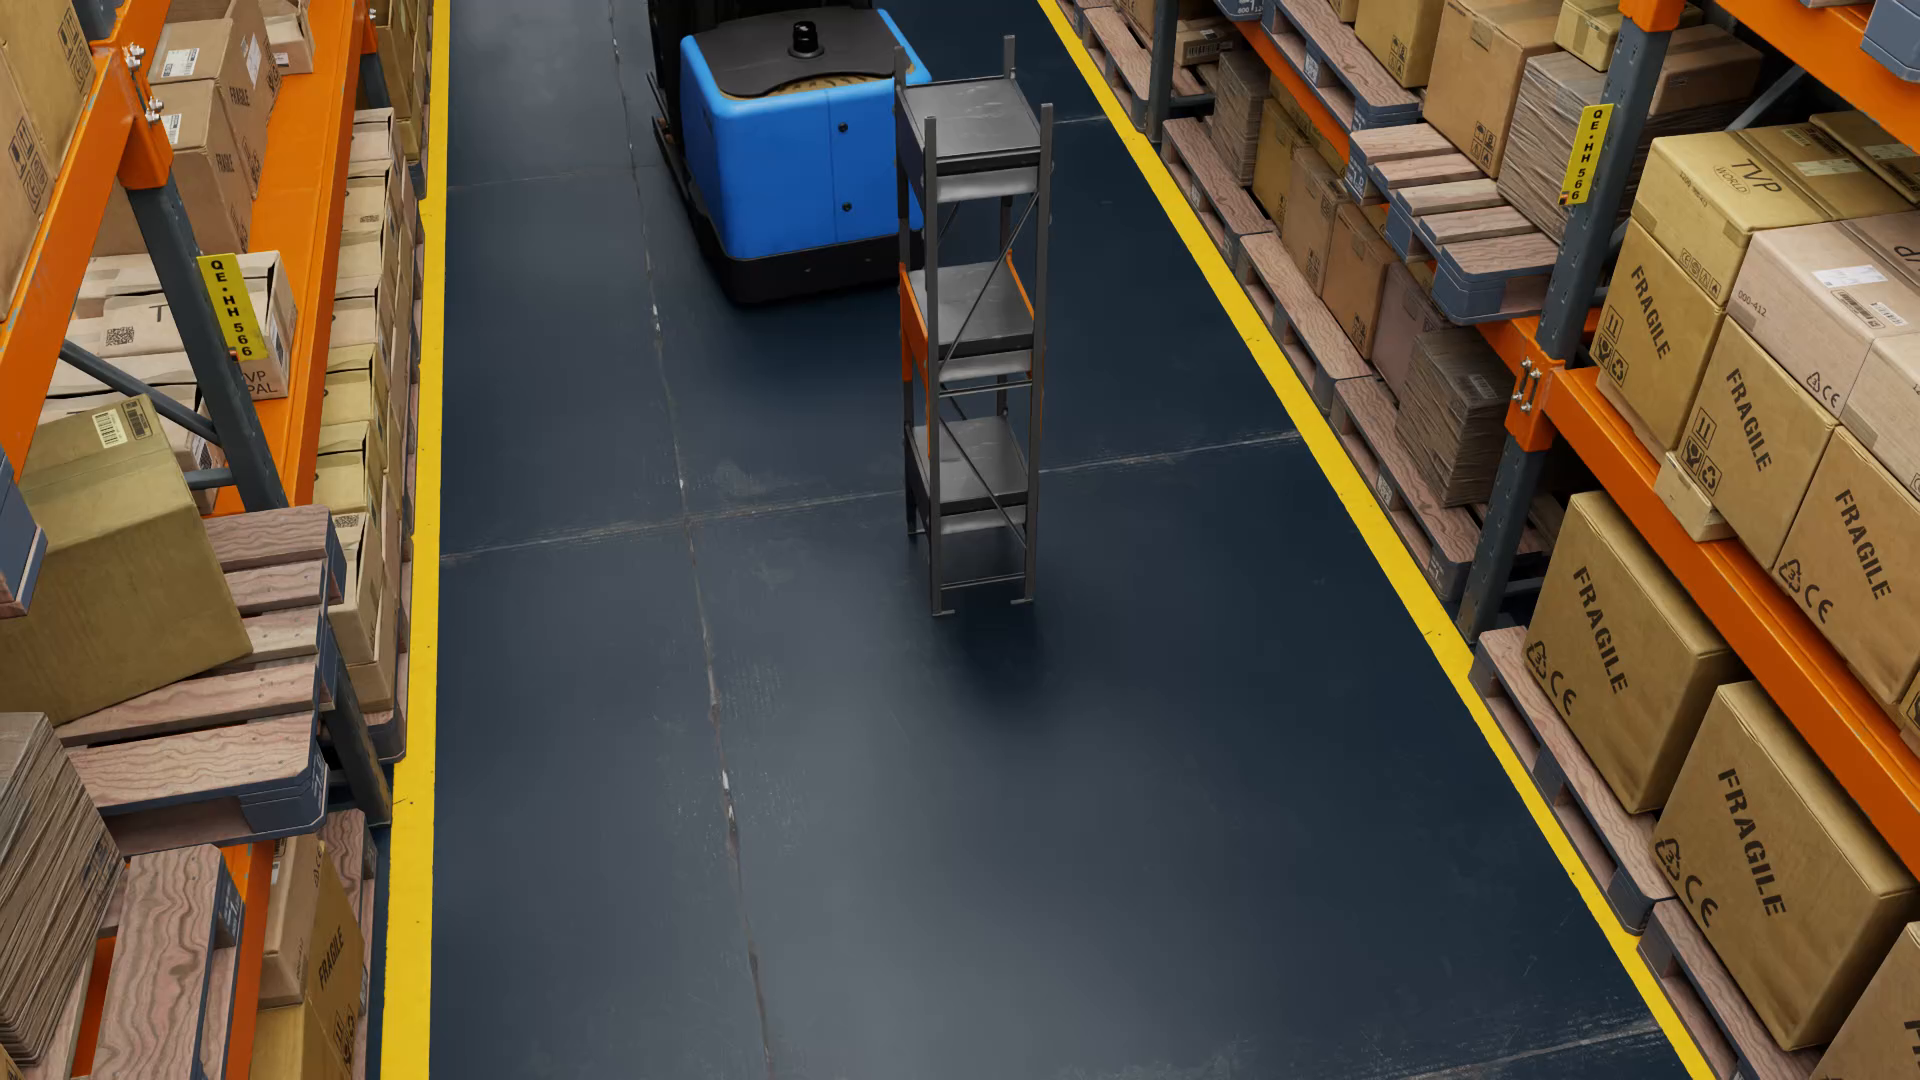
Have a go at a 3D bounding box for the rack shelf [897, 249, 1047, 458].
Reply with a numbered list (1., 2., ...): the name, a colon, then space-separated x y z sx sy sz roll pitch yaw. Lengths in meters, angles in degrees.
1. rack shelf: 0.036 -0.668 5.941 0.431 0.518 0.480 -8 42 -9

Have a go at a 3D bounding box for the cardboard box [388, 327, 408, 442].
1. cardboard box: -2.599 -0.623 6.947 0.500 0.250 0.500 -8 42 -8

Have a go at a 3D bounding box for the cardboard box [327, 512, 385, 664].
1. cardboard box: -2.261 0.162 5.641 0.500 0.311 0.500 -7 42 -8

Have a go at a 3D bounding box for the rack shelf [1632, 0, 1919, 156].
1. rack shelf: 2.833 -0.387 3.209 1.077 0.370 4.000 -8 42 -9

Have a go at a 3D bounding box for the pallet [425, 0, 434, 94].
1. pallet: -3.696 -2.982 9.951 1.003 0.211 1.213 -8 42 -9

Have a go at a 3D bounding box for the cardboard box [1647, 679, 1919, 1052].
1. cardboard box: 2.614 0.880 4.802 0.750 0.750 0.750 -9 42 -9

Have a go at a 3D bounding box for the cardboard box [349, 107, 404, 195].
1. cardboard box: -2.931 -1.828 7.883 0.500 0.311 0.500 -8 42 -9

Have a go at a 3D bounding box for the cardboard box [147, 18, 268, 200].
1. cardboard box: -2.927 -1.582 6.198 0.500 0.500 0.500 -8 42 -9

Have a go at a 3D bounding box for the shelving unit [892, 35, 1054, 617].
1. shelving unit: 0.036 -0.678 5.932 0.431 2.100 0.503 -8 42 -9

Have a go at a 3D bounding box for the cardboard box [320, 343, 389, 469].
1. cardboard box: -2.491 -0.509 6.396 0.500 0.311 0.500 -9 42 -10

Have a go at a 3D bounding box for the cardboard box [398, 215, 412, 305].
1. cardboard box: -2.819 -1.285 7.692 0.500 0.250 0.500 -9 42 -10

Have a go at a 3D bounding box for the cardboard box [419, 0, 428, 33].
1. cardboard box: -3.422 -3.157 9.802 0.500 0.250 0.500 -8 42 -9

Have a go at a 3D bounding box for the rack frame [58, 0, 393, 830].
1. rack frame: -2.435 -0.118 4.624 1.000 3.000 0.127 -8 42 -9

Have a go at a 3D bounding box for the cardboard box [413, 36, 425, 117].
1. cardboard box: -3.206 -2.509 9.072 0.500 0.250 0.500 -8 42 -9

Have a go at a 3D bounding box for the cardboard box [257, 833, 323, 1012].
1. cardboard box: -1.988 0.980 4.373 0.500 0.250 0.500 -7 42 -8

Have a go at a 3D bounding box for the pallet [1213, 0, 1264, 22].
1. pallet: 1.560 -2.835 7.829 1.003 0.211 1.213 -8 42 -9

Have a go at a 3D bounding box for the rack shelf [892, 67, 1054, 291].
1. rack shelf: 0.036 -1.191 5.476 0.431 0.518 0.480 -8 42 -9

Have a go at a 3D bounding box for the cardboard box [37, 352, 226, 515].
1. cardboard box: -2.471 -0.327 4.926 0.500 0.311 0.500 -6 42 -7

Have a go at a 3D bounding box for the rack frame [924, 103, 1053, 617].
1. rack frame: 0.088 -0.520 5.754 0.400 2.100 0.015 -8 42 -9

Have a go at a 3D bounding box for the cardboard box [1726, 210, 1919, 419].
1. cardboard box: 2.364 -0.588 4.273 0.500 0.250 0.500 -9 42 -10

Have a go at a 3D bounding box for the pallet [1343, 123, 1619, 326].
1. pallet: 2.143 -1.206 5.993 1.213 0.211 1.003 -8 42 -9

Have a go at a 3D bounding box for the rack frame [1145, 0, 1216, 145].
1. rack frame: 1.538 -3.423 8.347 1.000 3.000 0.127 -8 42 -9

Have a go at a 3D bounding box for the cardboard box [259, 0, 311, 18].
1. cardboard box: -3.150 -2.342 7.242 0.500 0.250 0.500 -6 42 -7

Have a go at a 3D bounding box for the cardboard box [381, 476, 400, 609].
1. cardboard box: -2.371 0.046 6.194 0.500 0.250 0.500 -9 42 -10

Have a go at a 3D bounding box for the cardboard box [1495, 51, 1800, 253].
1. cardboard box: 2.290 -1.336 5.589 0.700 0.500 0.500 -13 43 -14

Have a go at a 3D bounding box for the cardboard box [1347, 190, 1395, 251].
1. cardboard box: 2.017 -1.511 7.180 0.500 0.250 0.500 -9 42 -9

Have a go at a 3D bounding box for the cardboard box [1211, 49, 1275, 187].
1. cardboard box: 1.713 -2.178 8.496 0.700 0.500 0.500 -7 42 -8

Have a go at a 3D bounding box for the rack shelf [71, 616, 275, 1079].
1. rack shelf: -2.004 1.447 3.402 1.077 0.370 4.000 -8 42 -9

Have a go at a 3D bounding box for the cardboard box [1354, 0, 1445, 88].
1. cardboard box: 1.999 -2.140 6.495 0.700 0.500 0.500 -8 42 -9

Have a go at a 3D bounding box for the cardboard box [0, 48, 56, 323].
1. cardboard box: -2.198 -0.669 2.909 0.910 0.500 0.500 -8 42 -9

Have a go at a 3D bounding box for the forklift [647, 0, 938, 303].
1. forklift: -1.055 -3.212 8.160 1.130 2.935 3.031 -12 43 -14

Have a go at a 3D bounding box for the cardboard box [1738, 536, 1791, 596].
1. cardboard box: 2.441 -0.003 4.668 0.380 0.149 0.250 -9 42 -10

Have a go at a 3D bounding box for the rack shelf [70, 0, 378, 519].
1. rack shelf: -2.867 -1.146 6.323 1.077 0.370 4.000 -8 42 -9

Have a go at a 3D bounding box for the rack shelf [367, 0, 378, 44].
1. rack shelf: -3.730 -3.739 9.244 1.077 0.370 4.000 -8 42 -9

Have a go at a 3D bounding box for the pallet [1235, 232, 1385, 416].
1. pallet: 1.974 -1.084 7.812 1.003 0.211 1.213 -8 42 -9

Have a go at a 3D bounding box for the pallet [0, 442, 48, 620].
1. pallet: -1.871 0.318 2.014 1.213 0.211 1.003 -8 42 -9

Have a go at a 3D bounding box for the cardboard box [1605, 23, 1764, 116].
1. cardboard box: 2.297 -1.494 5.279 0.380 0.149 0.250 -14 43 -15

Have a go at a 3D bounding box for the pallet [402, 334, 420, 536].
1. pallet: -2.835 -0.404 7.046 1.003 0.211 1.213 -8 42 -9

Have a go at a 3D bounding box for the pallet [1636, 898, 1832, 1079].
1. pallet: 2.757 1.523 4.875 1.003 0.211 1.213 -8 42 -9

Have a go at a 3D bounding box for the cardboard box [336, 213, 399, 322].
1. cardboard box: -2.707 -1.168 7.139 0.500 0.311 0.500 -8 42 -9

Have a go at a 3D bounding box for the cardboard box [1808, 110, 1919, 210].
1. cardboard box: 2.752 -1.010 4.749 0.500 0.250 0.500 -7 42 -8

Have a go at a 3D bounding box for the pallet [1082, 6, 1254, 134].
1. pallet: 1.358 -2.811 9.758 1.003 0.211 1.213 -8 42 -9

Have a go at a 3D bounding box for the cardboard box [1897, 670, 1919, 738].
1. cardboard box: 2.586 0.364 3.766 0.500 0.500 0.500 -7 42 -8

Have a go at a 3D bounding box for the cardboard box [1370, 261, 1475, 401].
1. cardboard box: 2.197 -0.870 7.022 0.700 0.500 0.500 -8 42 -9

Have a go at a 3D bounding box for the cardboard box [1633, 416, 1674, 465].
1. cardboard box: 2.292 -0.333 5.040 0.380 0.149 0.250 -8 42 -9

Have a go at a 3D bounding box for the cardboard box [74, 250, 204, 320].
1. cardboard box: -2.765 -0.843 5.629 0.380 0.149 0.250 -5 42 -6

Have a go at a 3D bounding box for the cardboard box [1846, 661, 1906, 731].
1. cardboard box: 2.551 0.332 4.290 0.380 0.149 0.250 -8 42 -9

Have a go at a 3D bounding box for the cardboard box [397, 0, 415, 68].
1. cardboard box: -3.209 -2.789 8.822 0.500 0.500 0.500 -8 42 -9

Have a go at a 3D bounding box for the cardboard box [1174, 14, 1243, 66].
1. cardboard box: 1.393 -2.871 9.527 0.380 0.166 0.250 -14 43 -15

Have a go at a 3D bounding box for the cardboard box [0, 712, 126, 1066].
1. cardboard box: -2.178 0.699 3.311 0.700 0.500 0.500 -1 42 -1

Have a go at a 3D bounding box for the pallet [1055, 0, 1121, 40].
1. pallet: 1.091 -3.603 10.650 1.003 0.211 1.213 -8 42 -9

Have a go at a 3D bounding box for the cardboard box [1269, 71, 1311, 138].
1. cardboard box: 1.811 -2.174 7.926 0.500 0.250 0.500 -9 42 -10

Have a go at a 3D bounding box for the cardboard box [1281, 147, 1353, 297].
1. cardboard box: 1.944 -1.514 7.748 0.700 0.500 0.500 -8 42 -9

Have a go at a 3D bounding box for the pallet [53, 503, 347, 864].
1. pallet: -2.220 0.383 4.204 1.213 0.211 1.003 -8 42 -9

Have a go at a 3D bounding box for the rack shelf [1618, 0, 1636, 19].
1. rack shelf: 1.969 -2.980 6.130 1.077 0.370 4.000 -8 42 -9

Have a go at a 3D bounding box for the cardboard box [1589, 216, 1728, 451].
1. cardboard box: 2.256 -0.635 4.892 0.500 0.500 0.500 -7 42 -8
